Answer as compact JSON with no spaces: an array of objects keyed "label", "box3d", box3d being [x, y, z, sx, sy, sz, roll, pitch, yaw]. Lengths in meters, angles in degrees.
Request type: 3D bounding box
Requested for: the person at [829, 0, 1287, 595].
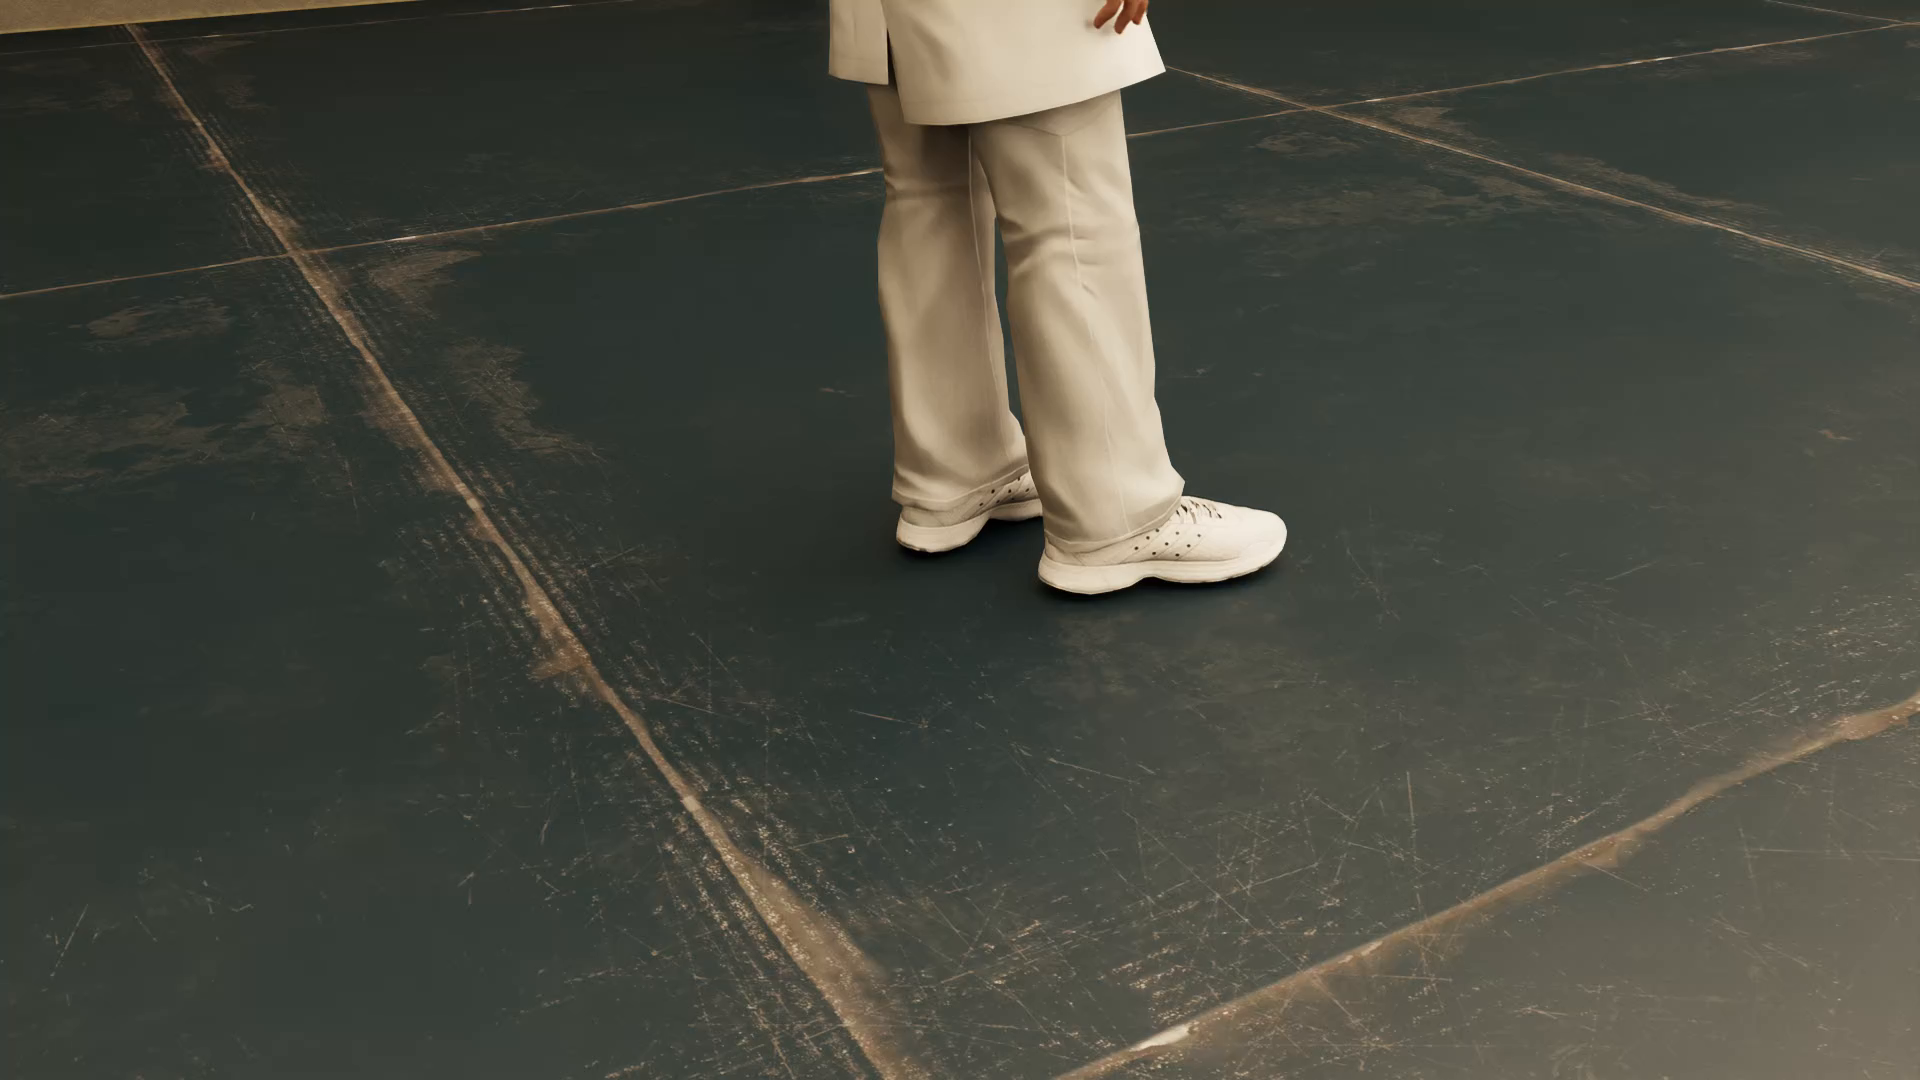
[{"label":"person","box3d":[0.081,-0.817,2.131,0.581,1.775,0.694,-15,30,-26]}]
